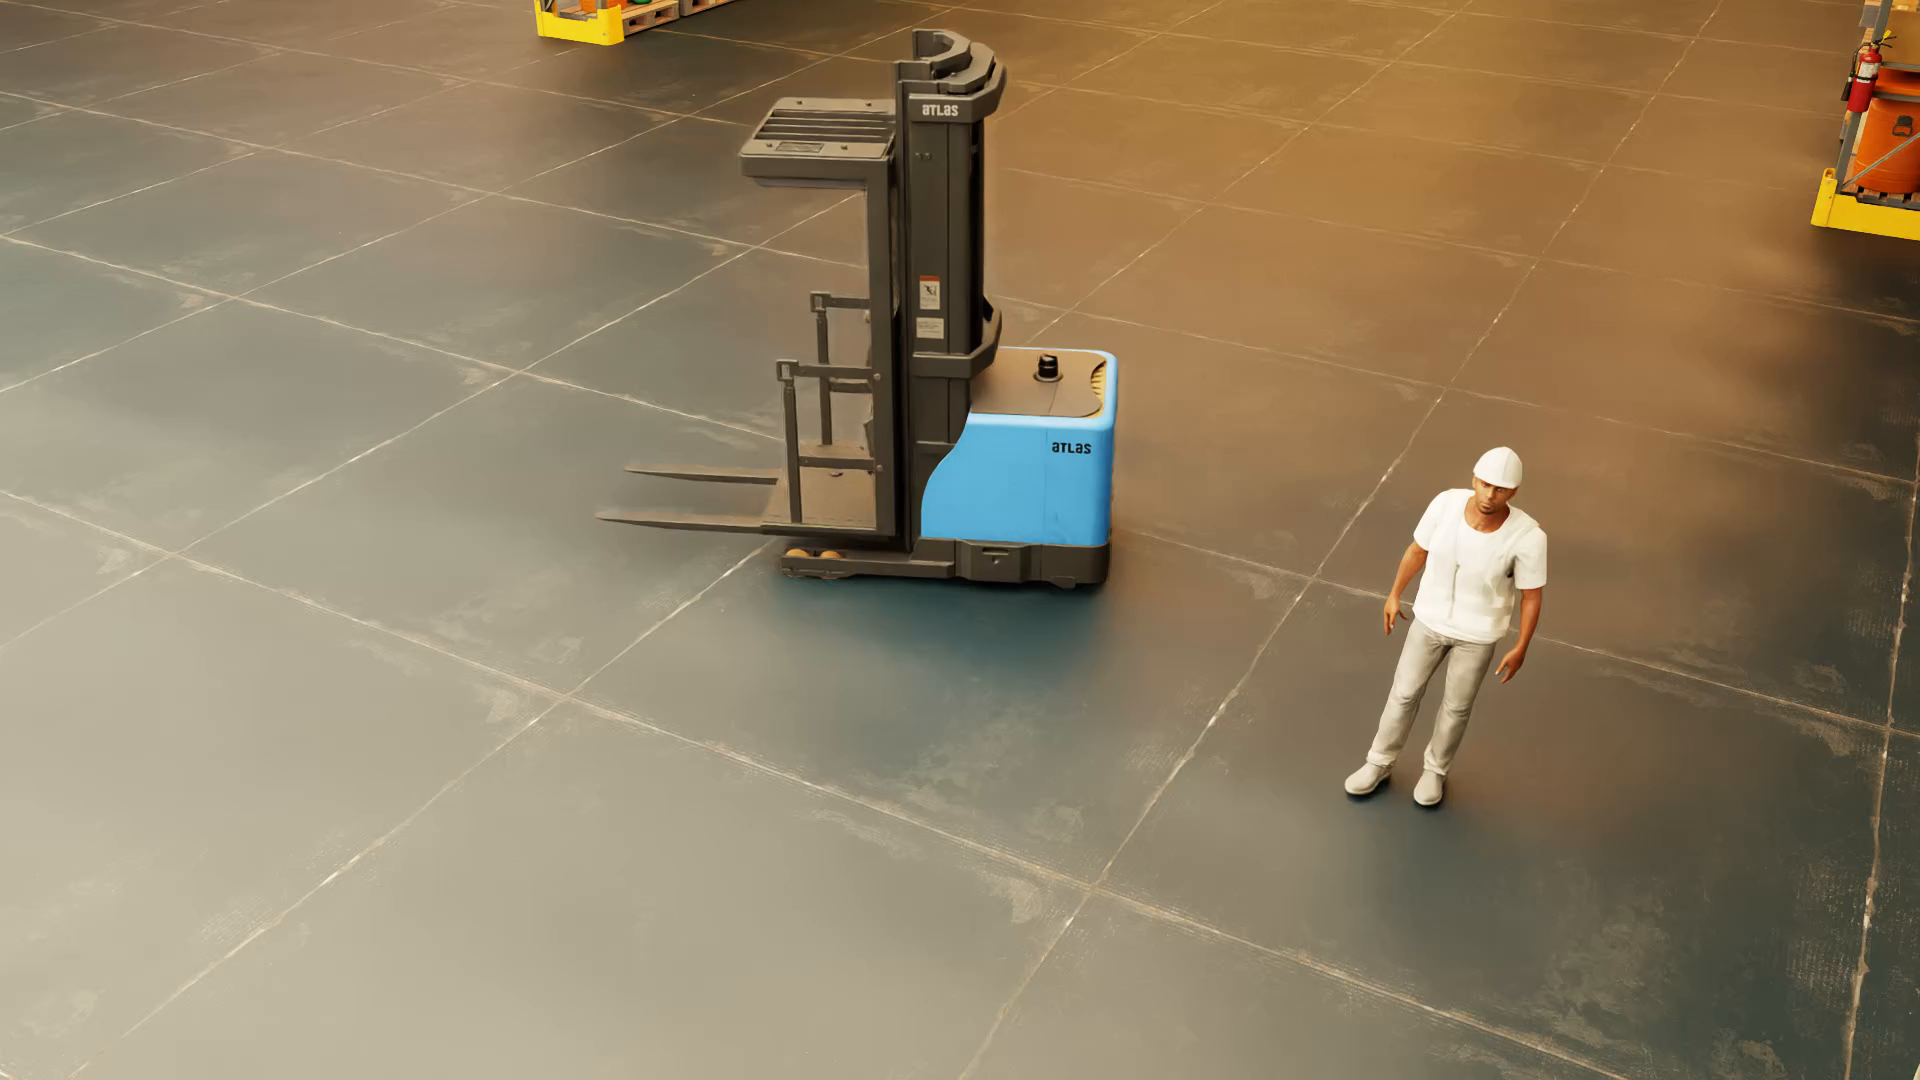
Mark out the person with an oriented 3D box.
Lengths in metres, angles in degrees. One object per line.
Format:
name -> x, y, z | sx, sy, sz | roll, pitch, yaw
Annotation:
person -> 2.217, 0.414, 7.505 | 0.671, 1.767, 0.578 | 20, 36, 31

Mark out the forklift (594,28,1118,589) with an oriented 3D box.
forklift -> -0.614, -1.296, 9.315 | 3.031, 2.935, 1.130 | 3, 30, 5
